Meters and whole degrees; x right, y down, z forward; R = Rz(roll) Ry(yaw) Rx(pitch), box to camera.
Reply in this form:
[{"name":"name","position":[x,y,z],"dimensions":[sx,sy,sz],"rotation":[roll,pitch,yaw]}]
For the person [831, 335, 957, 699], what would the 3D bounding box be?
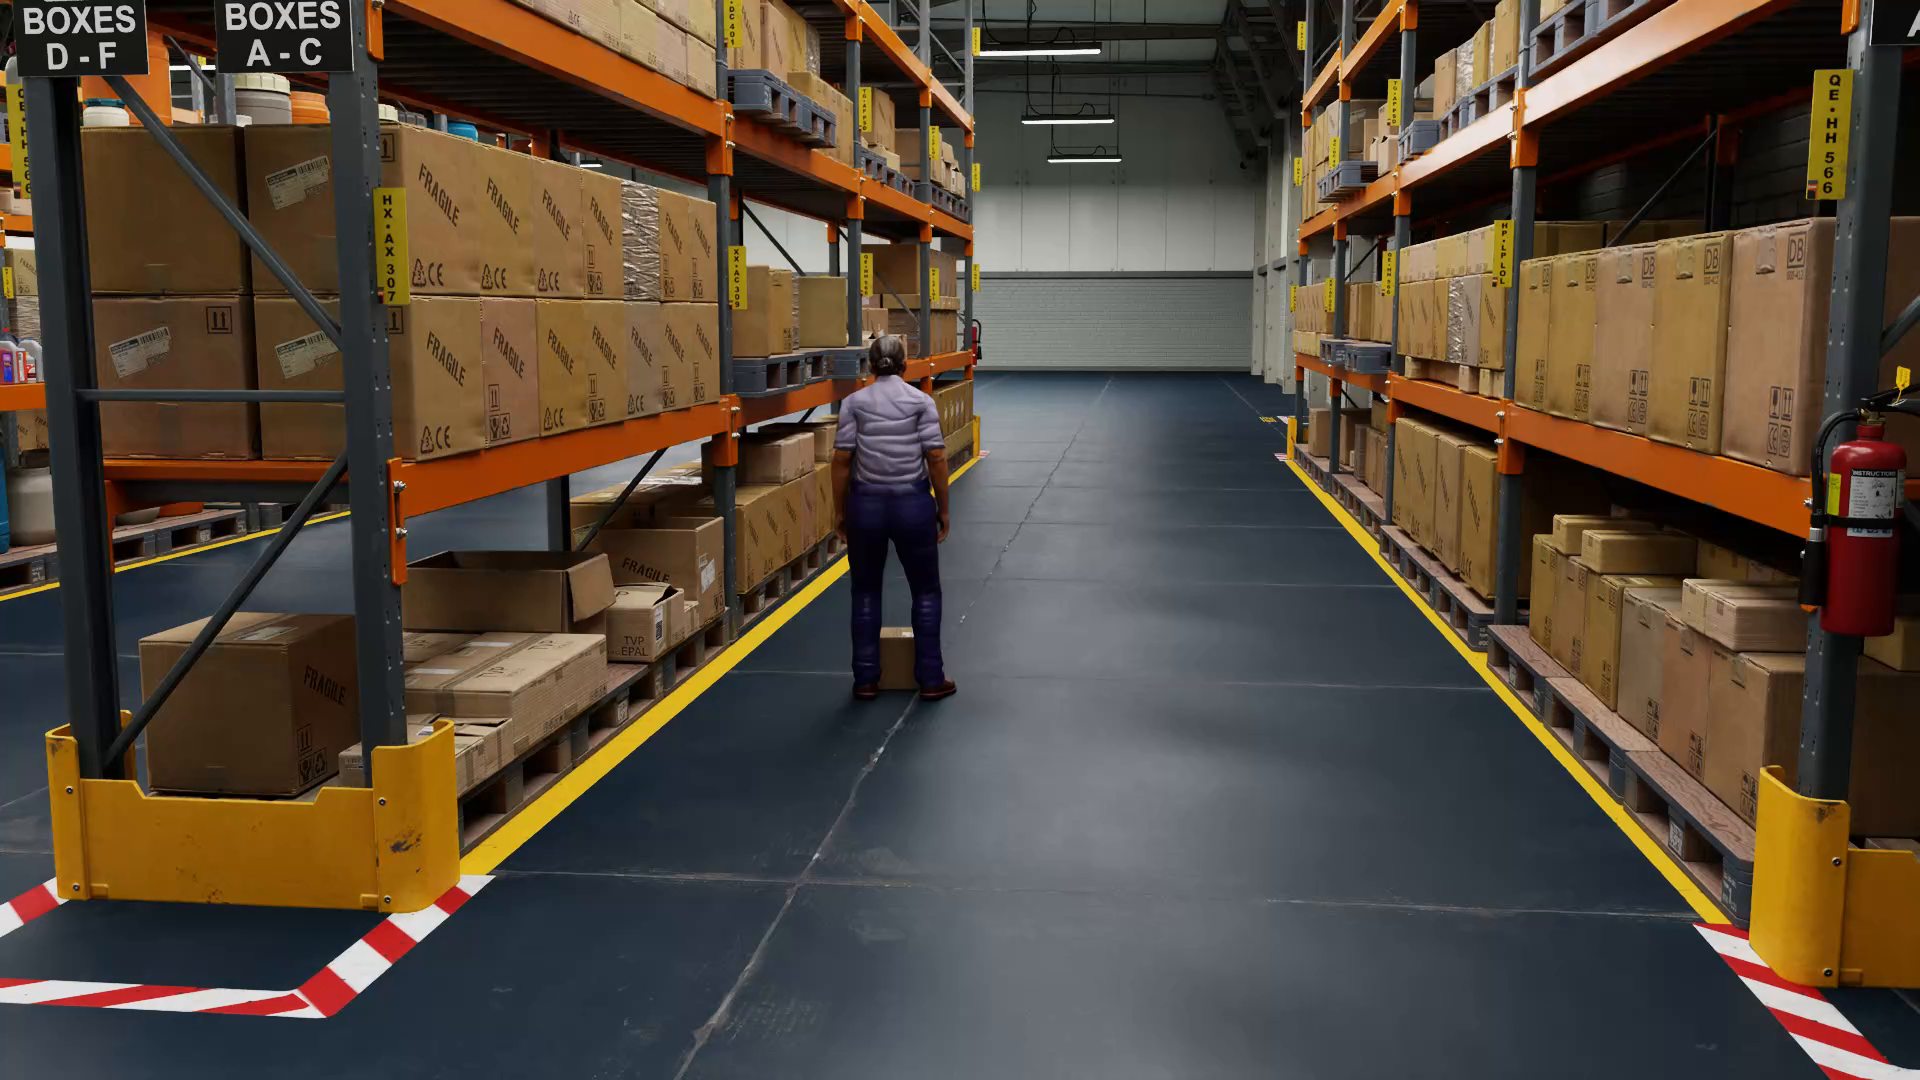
[{"name":"person","position":[-0.302,-0.100,7.566],"dimensions":[0.559,1.652,0.364],"rotation":[1,8,4]}]
